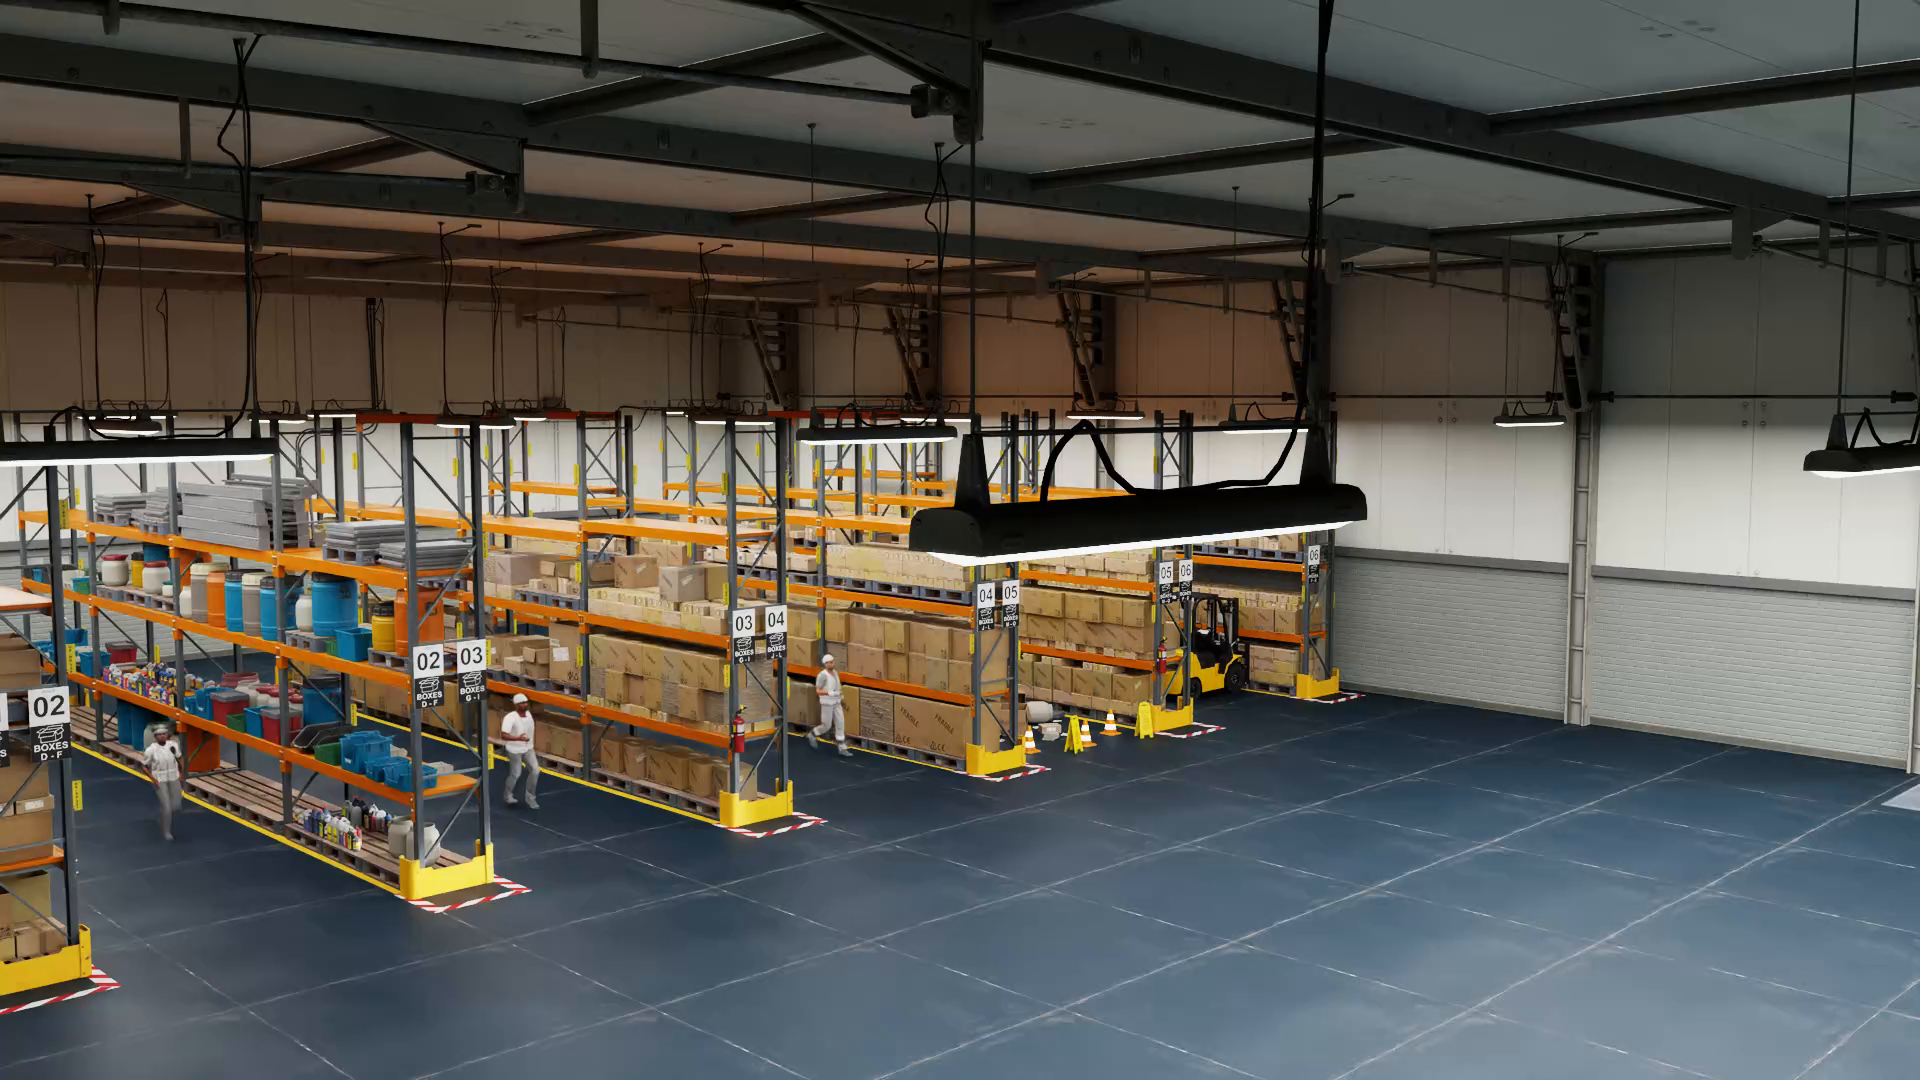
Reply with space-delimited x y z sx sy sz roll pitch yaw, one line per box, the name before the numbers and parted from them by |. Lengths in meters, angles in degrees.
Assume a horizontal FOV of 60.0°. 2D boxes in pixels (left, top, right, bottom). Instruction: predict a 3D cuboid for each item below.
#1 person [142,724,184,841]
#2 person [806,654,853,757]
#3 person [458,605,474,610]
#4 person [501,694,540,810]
person | -11.389 3.445 23.805 0.575 1.672 0.508 -5 7 -43
person | -2.283 2.888 29.179 0.985 1.776 0.654 4 6 35
person | -11.766 2.111 39.451 0.625 1.644 0.748 2 5 19
person | -6.740 3.255 25.472 0.759 1.825 0.680 4 6 38
